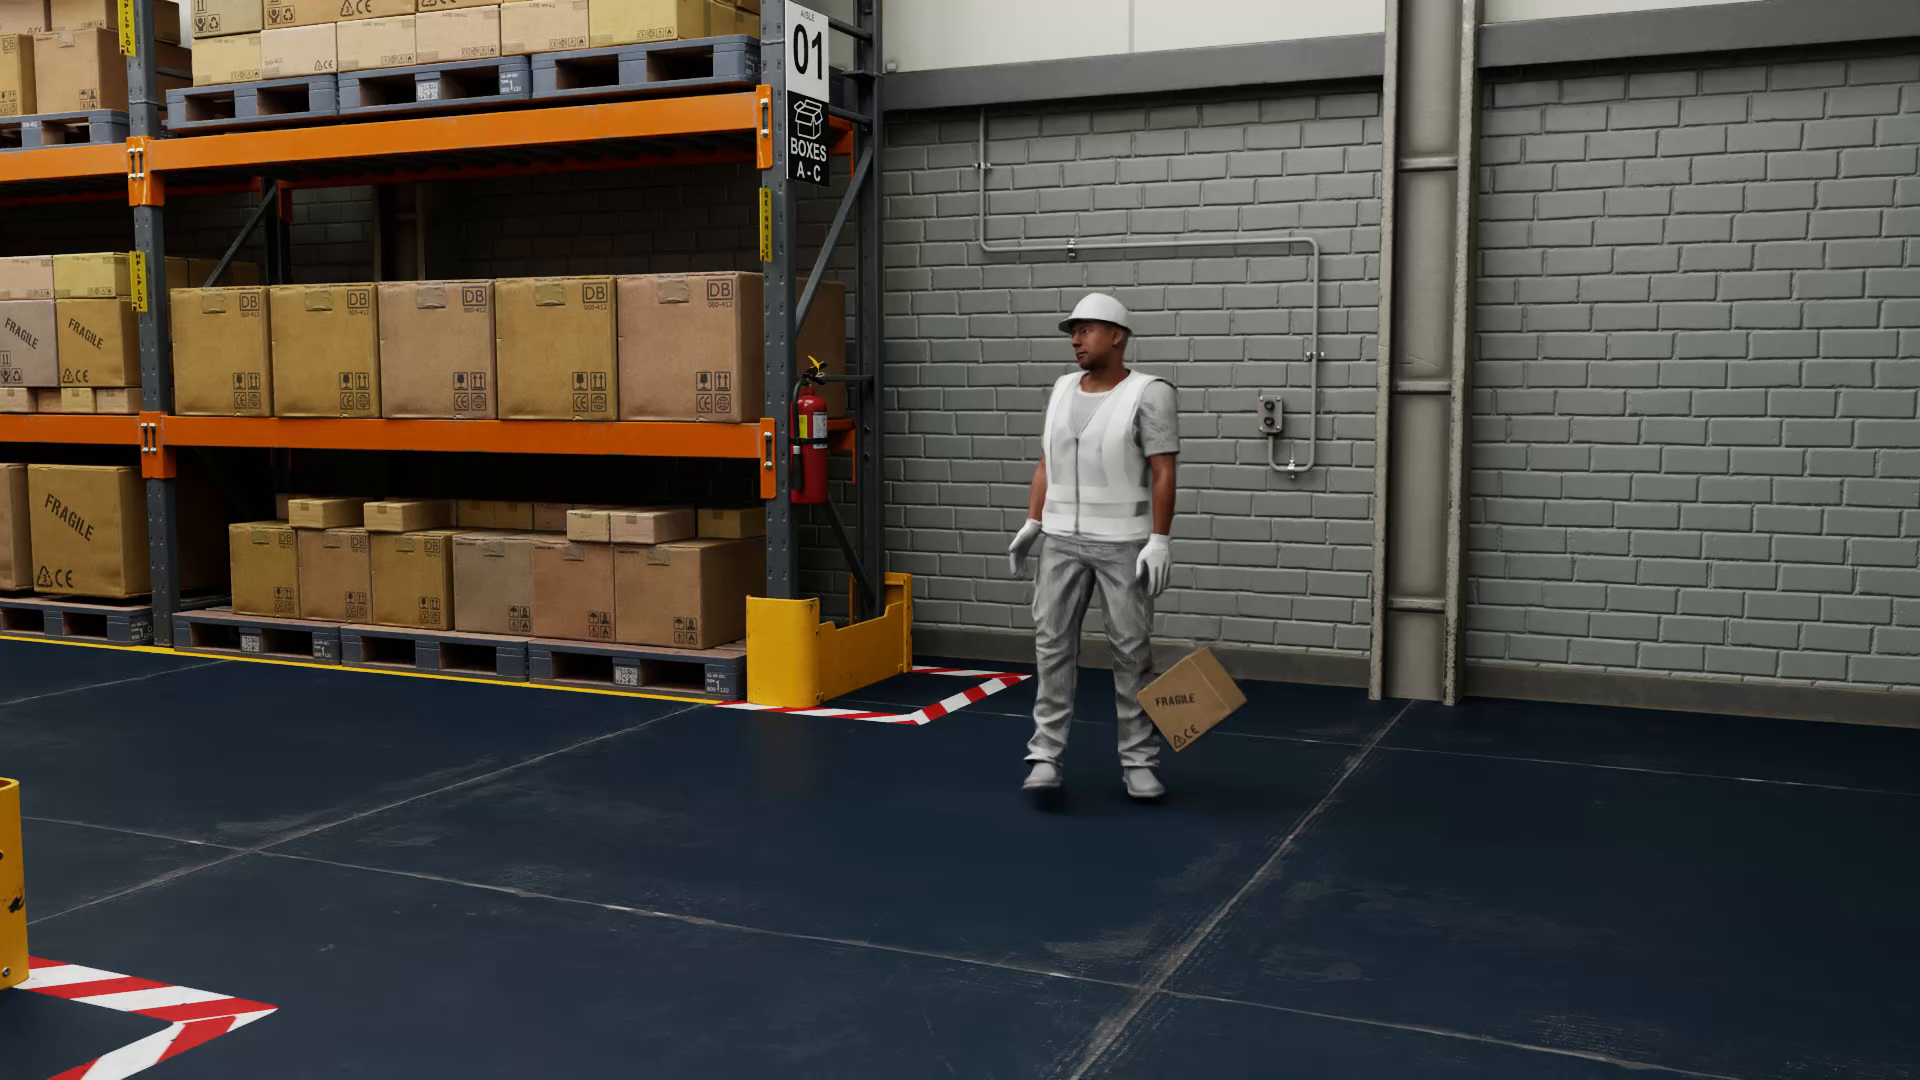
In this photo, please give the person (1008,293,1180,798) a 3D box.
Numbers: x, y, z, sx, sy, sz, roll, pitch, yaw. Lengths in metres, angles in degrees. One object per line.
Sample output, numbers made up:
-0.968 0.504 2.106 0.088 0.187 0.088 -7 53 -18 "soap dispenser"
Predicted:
0.460 0.019 5.898 0.593 1.787 0.543 4 7 33 "person"
